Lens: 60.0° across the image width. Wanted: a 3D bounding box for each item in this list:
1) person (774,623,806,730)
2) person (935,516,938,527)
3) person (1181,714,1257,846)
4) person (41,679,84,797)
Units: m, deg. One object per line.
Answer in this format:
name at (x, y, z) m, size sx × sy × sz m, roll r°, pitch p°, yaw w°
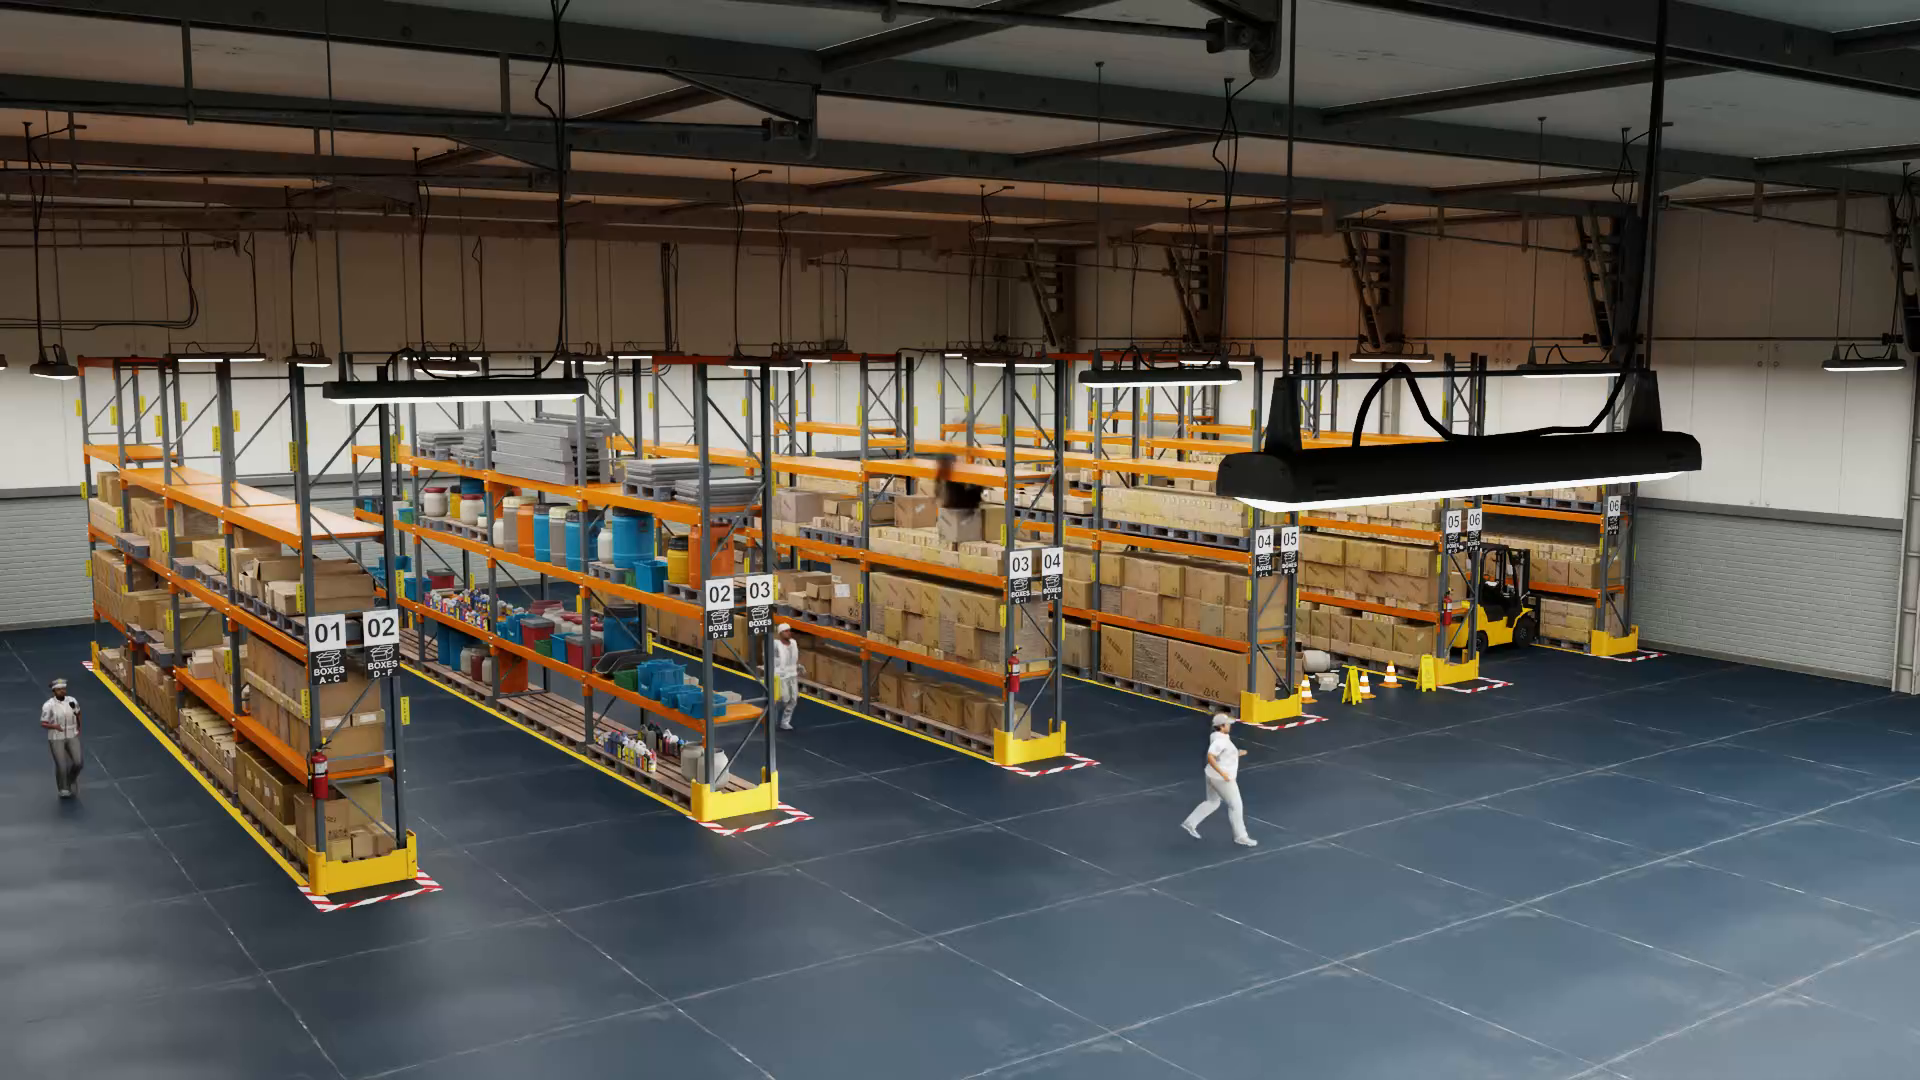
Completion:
person at (-2.845, 2.203, 26.962) m, size 0.667 × 1.734 × 0.589 m, roll -7°, pitch 10°, yaw -44°
person at (-0.678, 0.067, 44.763) m, size 0.551 × 1.697 × 0.779 m, roll -3°, pitch 7°, yaw -21°
person at (3.246, 2.981, 20.725) m, size 0.939 × 1.662 × 0.603 m, roll -1°, pitch 7°, yaw -7°
person at (-12.302, 2.732, 22.884) m, size 0.563 × 1.655 × 0.572 m, roll -7°, pitch 10°, yaw -43°
